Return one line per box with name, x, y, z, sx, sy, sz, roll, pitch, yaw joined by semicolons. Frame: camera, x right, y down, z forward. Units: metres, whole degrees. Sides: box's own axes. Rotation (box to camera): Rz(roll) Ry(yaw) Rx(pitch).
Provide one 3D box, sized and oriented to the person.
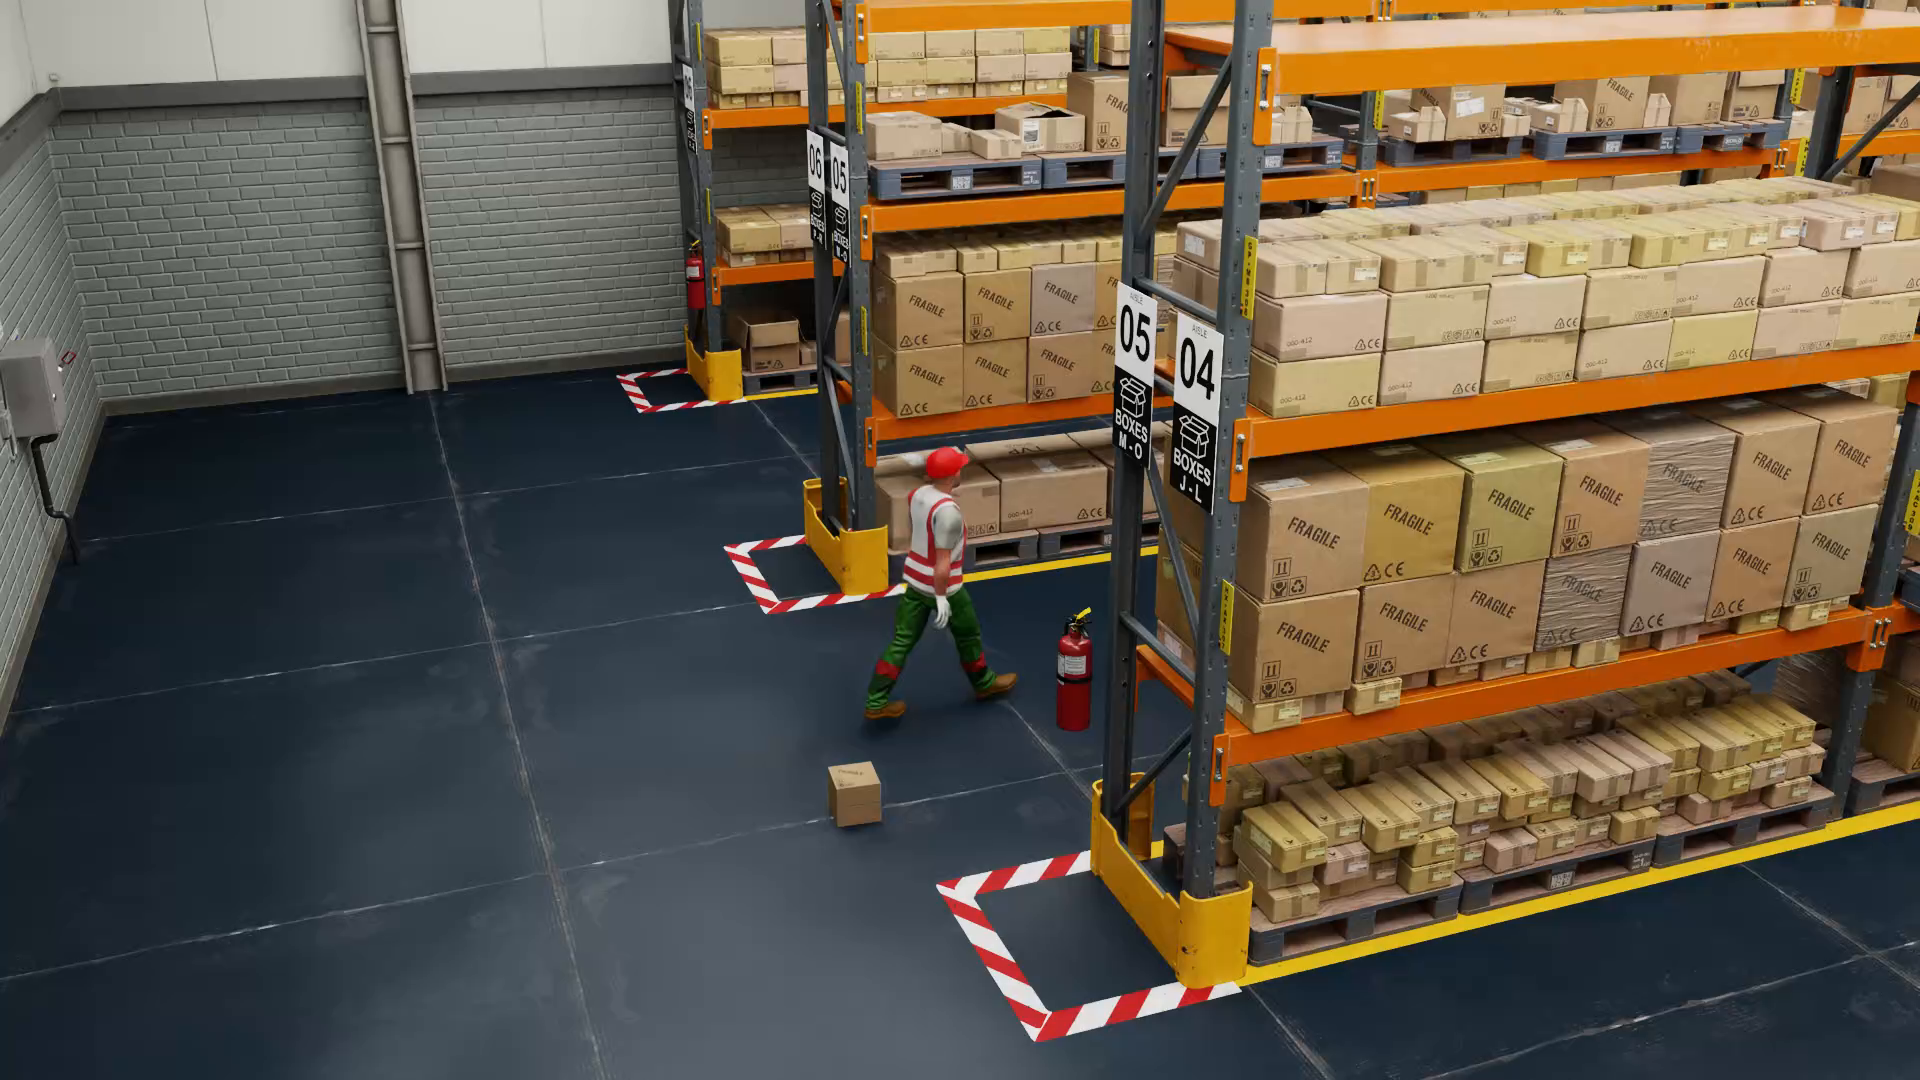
person;-0.133;0.252;10.229;1.087;1.733;0.577;-16;27;-34
